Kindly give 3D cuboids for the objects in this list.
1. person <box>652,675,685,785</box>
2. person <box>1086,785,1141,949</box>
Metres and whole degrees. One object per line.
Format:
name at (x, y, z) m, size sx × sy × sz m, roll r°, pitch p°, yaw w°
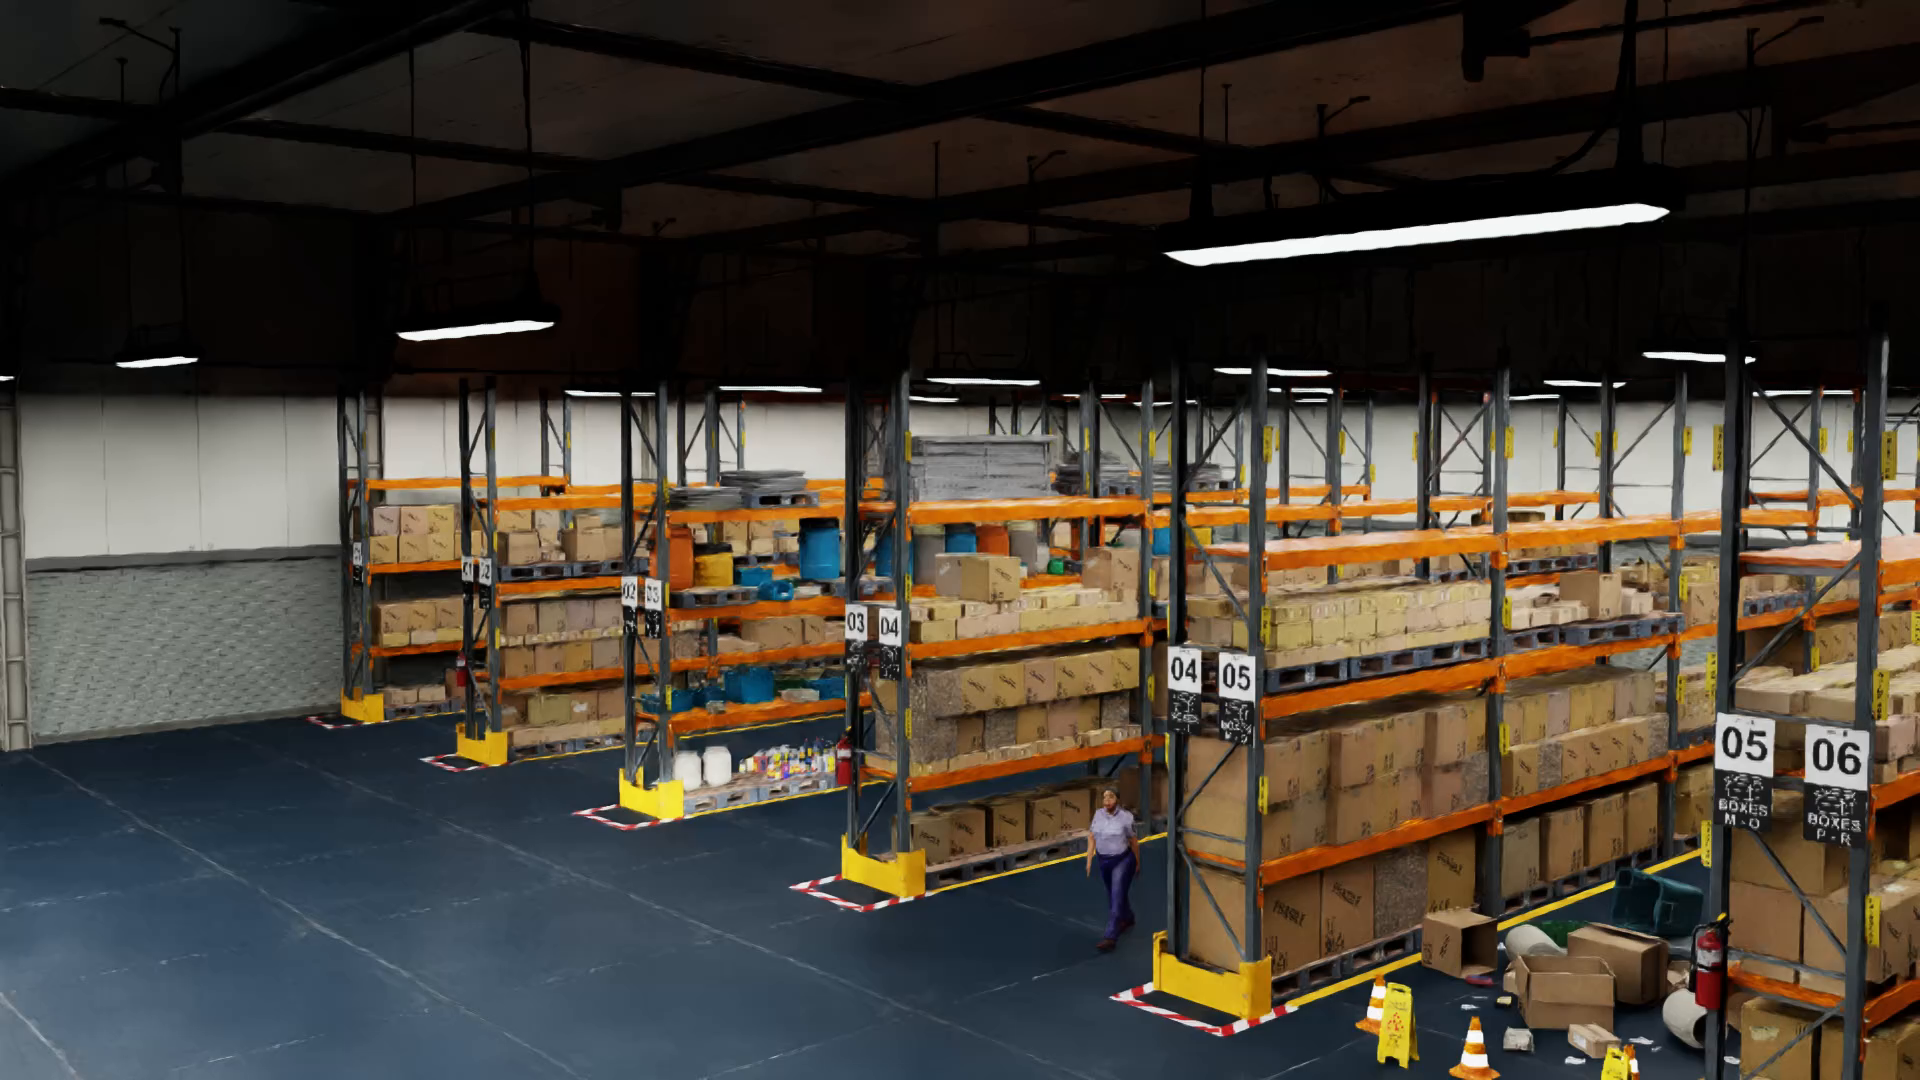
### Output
person at (-4.273, 2.758, 24.317) m, size 0.515 × 1.594 × 0.512 m, roll -2°, pitch 4°, yaw -23°
person at (1.543, 3.257, 16.820) m, size 0.477 × 1.581 × 0.999 m, roll 3°, pitch 5°, yaw 39°
